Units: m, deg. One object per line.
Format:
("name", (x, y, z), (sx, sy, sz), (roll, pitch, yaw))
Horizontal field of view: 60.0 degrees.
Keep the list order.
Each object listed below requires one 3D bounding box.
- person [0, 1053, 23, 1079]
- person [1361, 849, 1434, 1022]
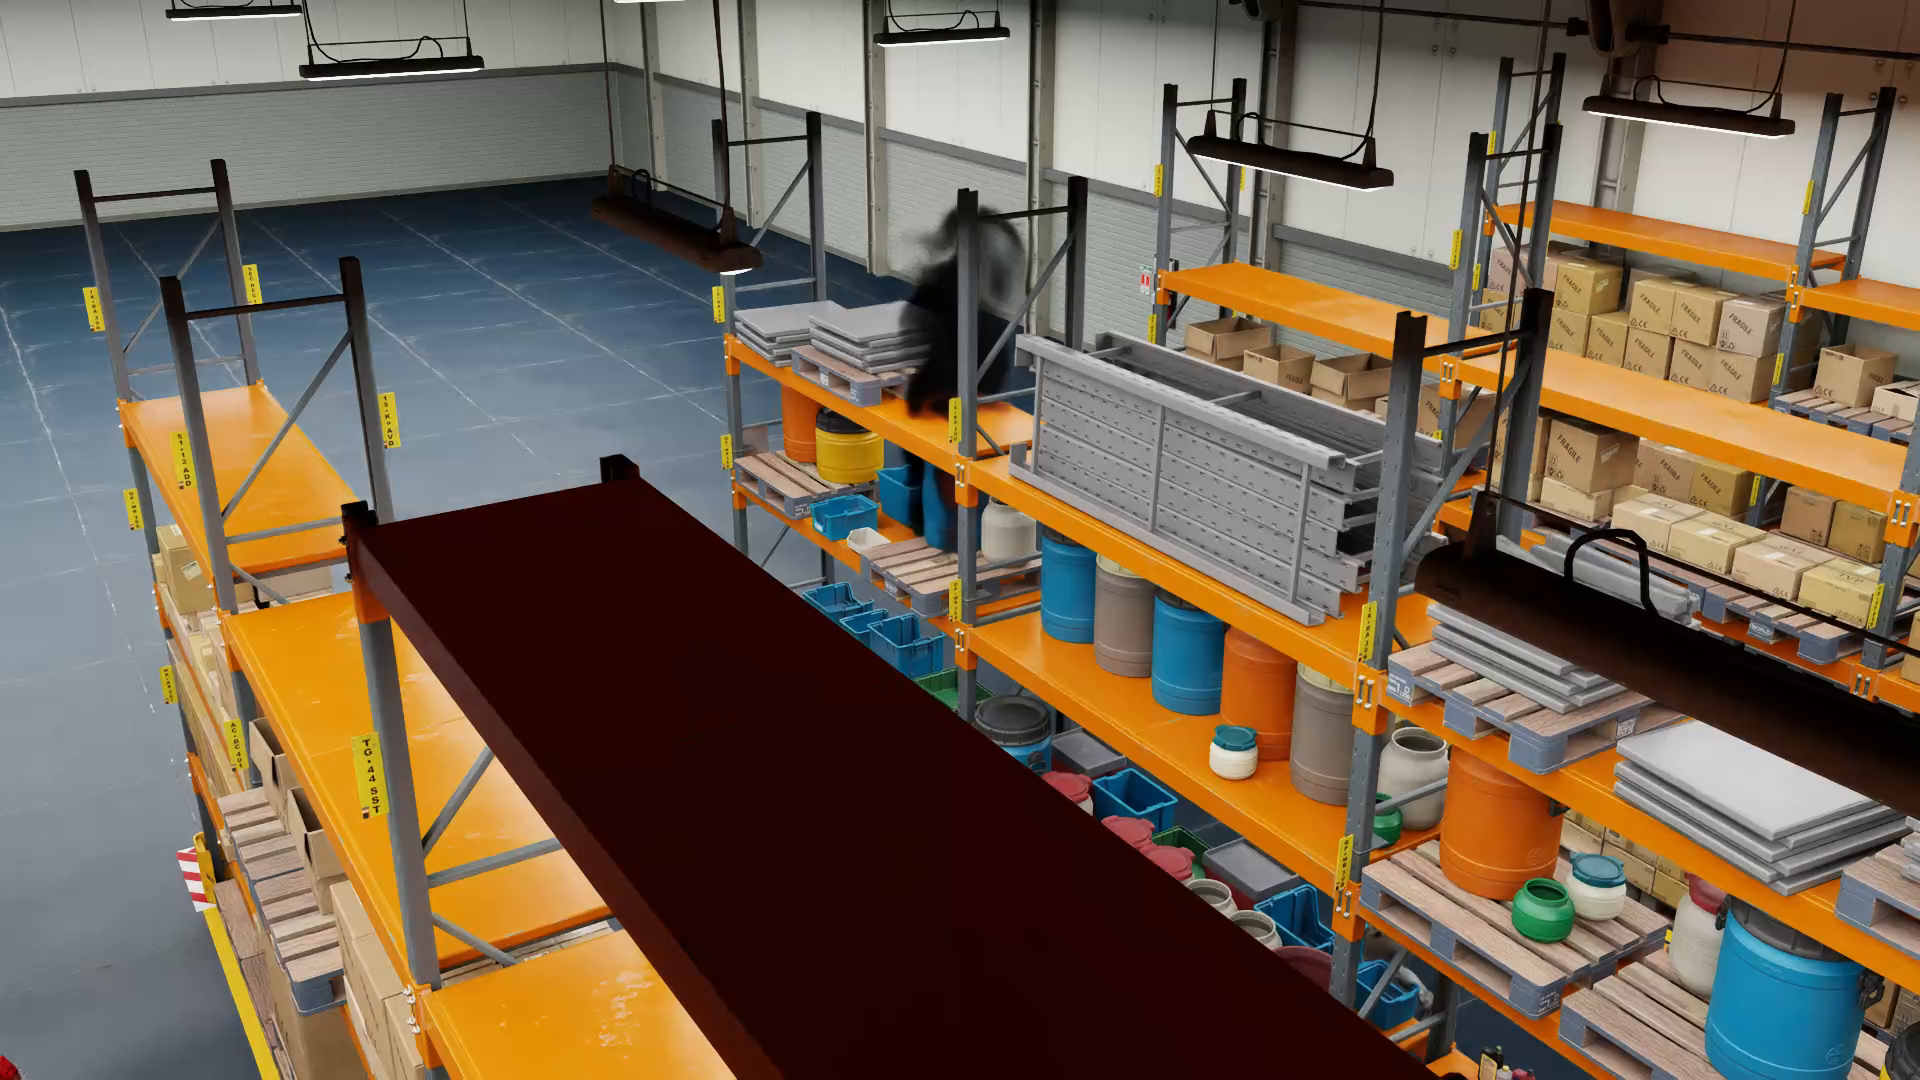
("person", (-5.793, 3.747, 9.917), (1.019, 1.694, 0.702), (15, 26, 32))
("person", (3.186, 2.871, 12.061), (0.627, 1.698, 0.761), (-16, 27, -34))
